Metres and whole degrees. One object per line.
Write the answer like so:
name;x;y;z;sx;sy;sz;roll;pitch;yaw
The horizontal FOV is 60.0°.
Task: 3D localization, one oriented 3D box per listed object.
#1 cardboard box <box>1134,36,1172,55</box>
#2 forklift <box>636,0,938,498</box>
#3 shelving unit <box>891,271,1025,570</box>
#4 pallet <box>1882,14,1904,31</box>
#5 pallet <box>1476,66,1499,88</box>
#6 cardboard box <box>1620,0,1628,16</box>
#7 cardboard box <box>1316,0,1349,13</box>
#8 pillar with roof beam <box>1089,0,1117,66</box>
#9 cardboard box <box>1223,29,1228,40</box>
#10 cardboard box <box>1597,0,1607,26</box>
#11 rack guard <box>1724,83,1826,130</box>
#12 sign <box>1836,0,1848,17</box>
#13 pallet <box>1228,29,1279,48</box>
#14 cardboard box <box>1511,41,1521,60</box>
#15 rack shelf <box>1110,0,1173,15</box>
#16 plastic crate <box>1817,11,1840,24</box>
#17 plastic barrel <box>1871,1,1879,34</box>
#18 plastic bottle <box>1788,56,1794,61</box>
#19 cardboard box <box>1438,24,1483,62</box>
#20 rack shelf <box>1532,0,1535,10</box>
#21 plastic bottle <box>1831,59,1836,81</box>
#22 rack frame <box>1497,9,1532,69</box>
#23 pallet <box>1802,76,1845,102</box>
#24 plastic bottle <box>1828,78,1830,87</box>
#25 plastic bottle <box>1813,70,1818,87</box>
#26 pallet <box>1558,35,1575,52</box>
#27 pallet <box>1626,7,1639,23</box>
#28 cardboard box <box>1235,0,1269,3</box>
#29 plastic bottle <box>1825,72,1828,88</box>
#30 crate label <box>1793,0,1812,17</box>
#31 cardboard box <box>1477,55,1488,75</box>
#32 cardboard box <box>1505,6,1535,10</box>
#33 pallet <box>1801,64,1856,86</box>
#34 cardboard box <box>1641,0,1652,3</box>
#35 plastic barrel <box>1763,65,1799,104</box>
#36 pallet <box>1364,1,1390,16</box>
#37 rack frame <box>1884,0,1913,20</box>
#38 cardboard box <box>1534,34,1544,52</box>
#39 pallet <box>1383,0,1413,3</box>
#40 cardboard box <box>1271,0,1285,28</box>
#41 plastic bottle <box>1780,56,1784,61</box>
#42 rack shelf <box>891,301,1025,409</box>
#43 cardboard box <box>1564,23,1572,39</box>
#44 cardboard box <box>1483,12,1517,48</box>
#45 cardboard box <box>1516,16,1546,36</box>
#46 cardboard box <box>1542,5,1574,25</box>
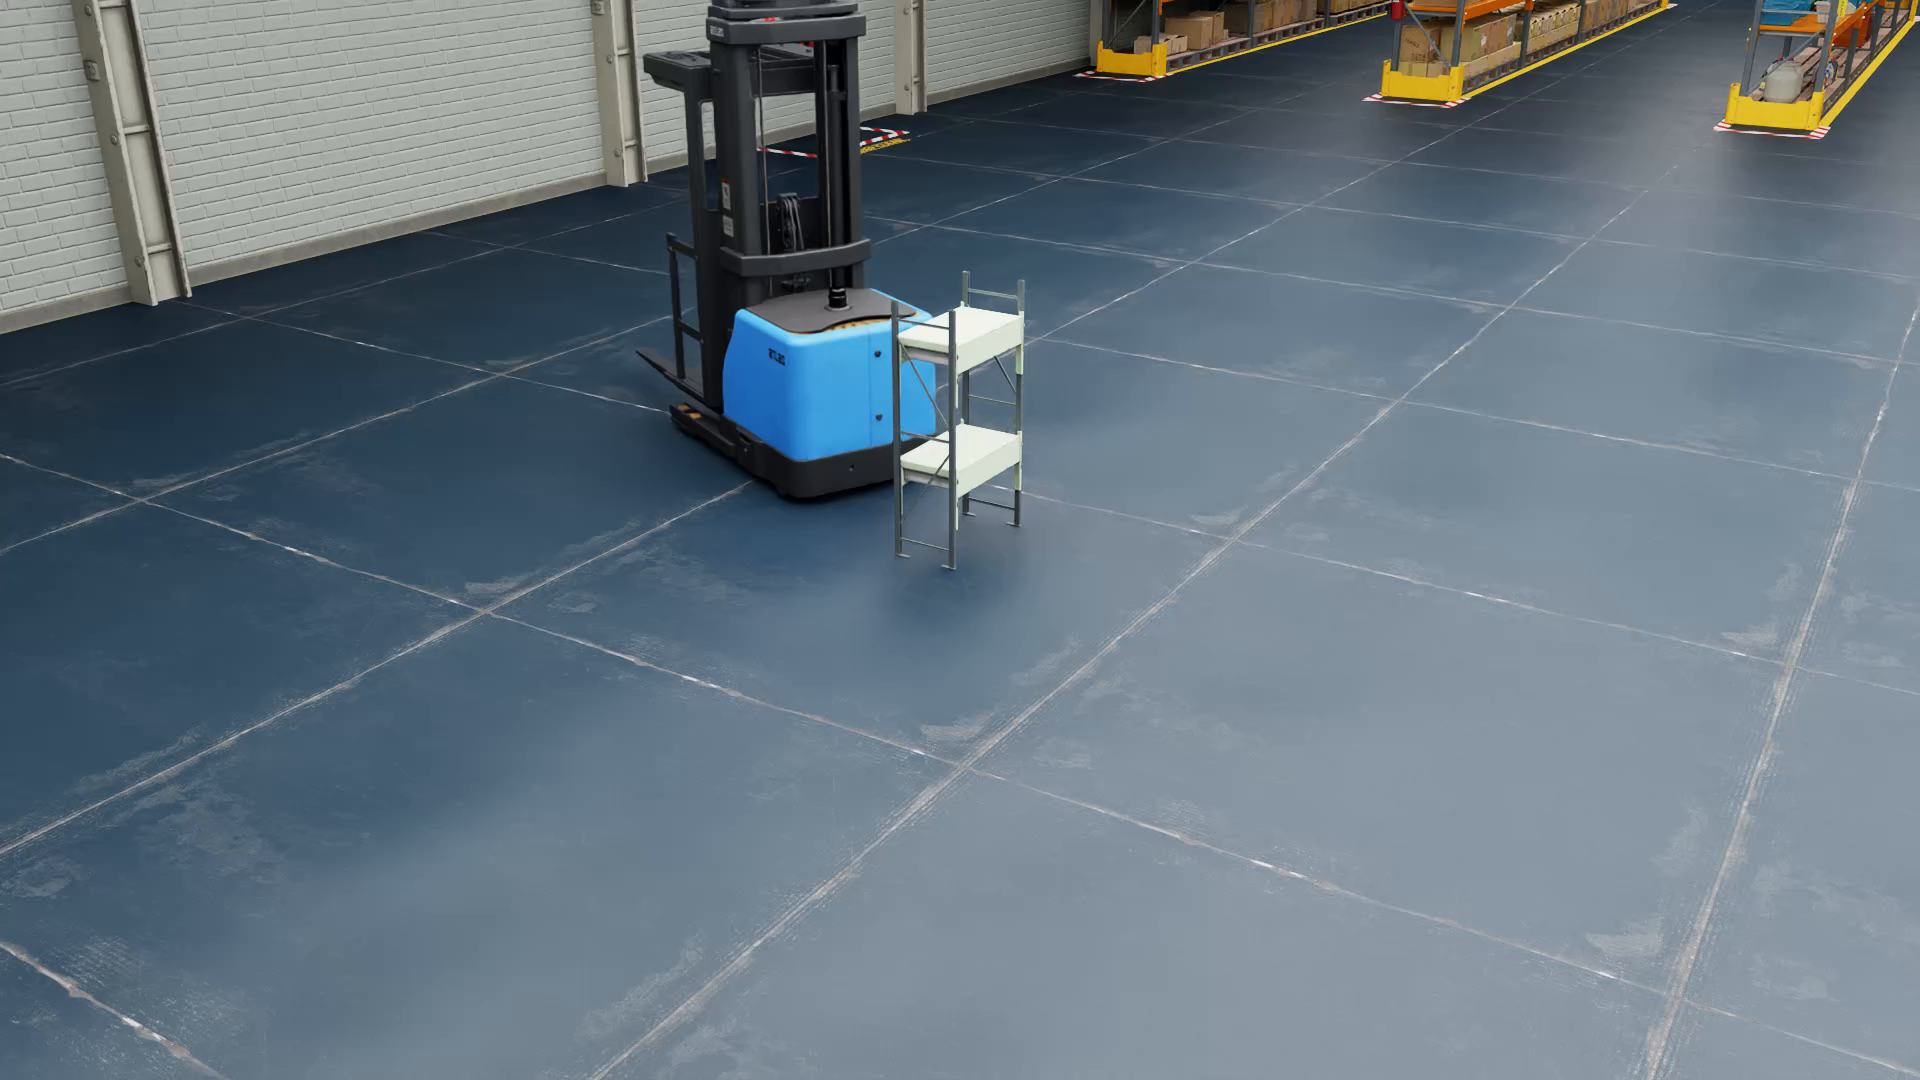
cardboard box;3.258;-8.351;28.095;0.500;0.311;0.500;11;26;23
forklift;-1.350;-2.140;11.004;1.130;2.935;3.031;-14;27;-29
shelving unit;-0.004;-0.686;9.447;0.431;1.500;0.755;14;27;29
pallet;18.560;-10.532;33.813;1.003;0.211;1.213;14;27;29
pallet;8.039;-7.529;26.875;1.003;0.211;1.213;14;27;29
cardboard box;13.340;-11.009;33.998;0.500;0.500;0.500;14;27;29
cardboard box;7.536;-11.295;34.243;0.750;0.750;0.750;13;27;28
pillar with roof beam;6.108;-11.436;24.841;9.100;9.000;0.400;14;27;29
cardboard box;4.669;-9.233;30.314;0.380;0.166;0.250;10;25;22
cardboard box;12.270;-10.326;32.419;0.500;0.500;0.500;13;27;28
rack guard;11.233;-5.980;22.935;1.175;0.500;0.348;14;27;29
sign;11.698;-7.102;22.032;0.100;0.325;0.005;14;27;29
pallet;5.336;-9.501;31.432;1.003;0.211;1.213;14;27;29
cardboard box;9.078;-8.210;27.871;0.500;0.250;0.500;14;27;29
rack shelf;3.871;-9.513;28.854;1.077;0.370;4.000;14;27;29
plastic crate;11.978;-7.205;22.951;0.298;0.136;0.250;14;27;29
plastic barrel;16.888;-9.953;31.077;0.600;0.901;0.708;14;27;29
plastic bottle;12.687;-7.212;25.415;0.144;0.351;0.185;14;27;29
cardboard box;7.761;-7.710;25.772;0.500;0.500;0.500;14;27;29
rack shelf;10.192;-9.826;29.578;1.077;0.370;4.000;14;27;29
plastic bottle;13.147;-7.086;25.122;0.144;0.351;0.185;12;26;26
rack frame;9.137;-9.481;27.876;1.000;3.000;0.127;14;27;29
pallet;12.953;-6.944;25.525;1.003;0.211;1.213;14;27;29
plastic bottle;12.848;-6.808;24.670;0.097;0.201;0.097;0;23;0
plastic bottle;12.797;-6.914;24.810;0.061;0.283;0.133;14;27;29
pallet;10.779;-9.282;30.925;1.003;0.211;1.213;14;27;29
pallet;13.720;-11.133;35.202;1.003;0.211;1.213;14;27;29
cardboard box;5.530;-10.318;31.458;0.500;0.250;0.500;13;27;28
plastic bottle;12.635;-6.704;24.341;0.097;0.271;0.097;0;23;0
crate label;11.974;-7.786;23.915;0.502;0.435;0.616;14;27;29
cardboard box;8.023;-7.535;26.311;0.500;0.250;0.500;14;27;29
cardboard box;10.180;-9.554;30.269;0.500;0.311;0.500;13;27;28
pallet;13.724;-7.435;26.660;1.003;0.211;1.213;14;27;29
cardboard box;14.862;-11.922;36.421;0.500;0.250;0.500;14;27;29
plastic barrel;11.515;-6.381;23.317;0.421;0.512;0.421;0;23;0
pallet;8.803;-11.662;36.424;1.003;0.211;1.213;14;27;29
rack frame;19.673;-12.492;34.830;1.000;3.000;0.127;14;27;29
cardboard box;9.831;-8.669;28.931;0.500;0.250;0.500;15;27;30
pallet;9.614;-12.179;37.617;1.003;0.211;1.213;14;27;29
cardboard box;5.834;-10.173;32.067;0.700;0.500;0.500;14;27;30
plastic bottle;12.565;-7.243;25.485;0.144;0.351;0.185;15;27;30
rack shelf;-0.003;-1.044;9.292;0.431;0.370;0.720;14;27;29
cardboard box;10.907;-9.359;30.525;0.500;0.250;0.500;14;27;28
cardboard box;8.804;-8.388;27.338;0.500;0.500;0.500;14;27;29
cardboard box;9.835;-8.925;28.816;0.500;0.311;0.500;14;27;28
cardboard box;10.911;-9.614;30.410;0.500;0.311;0.500;13;27;28
